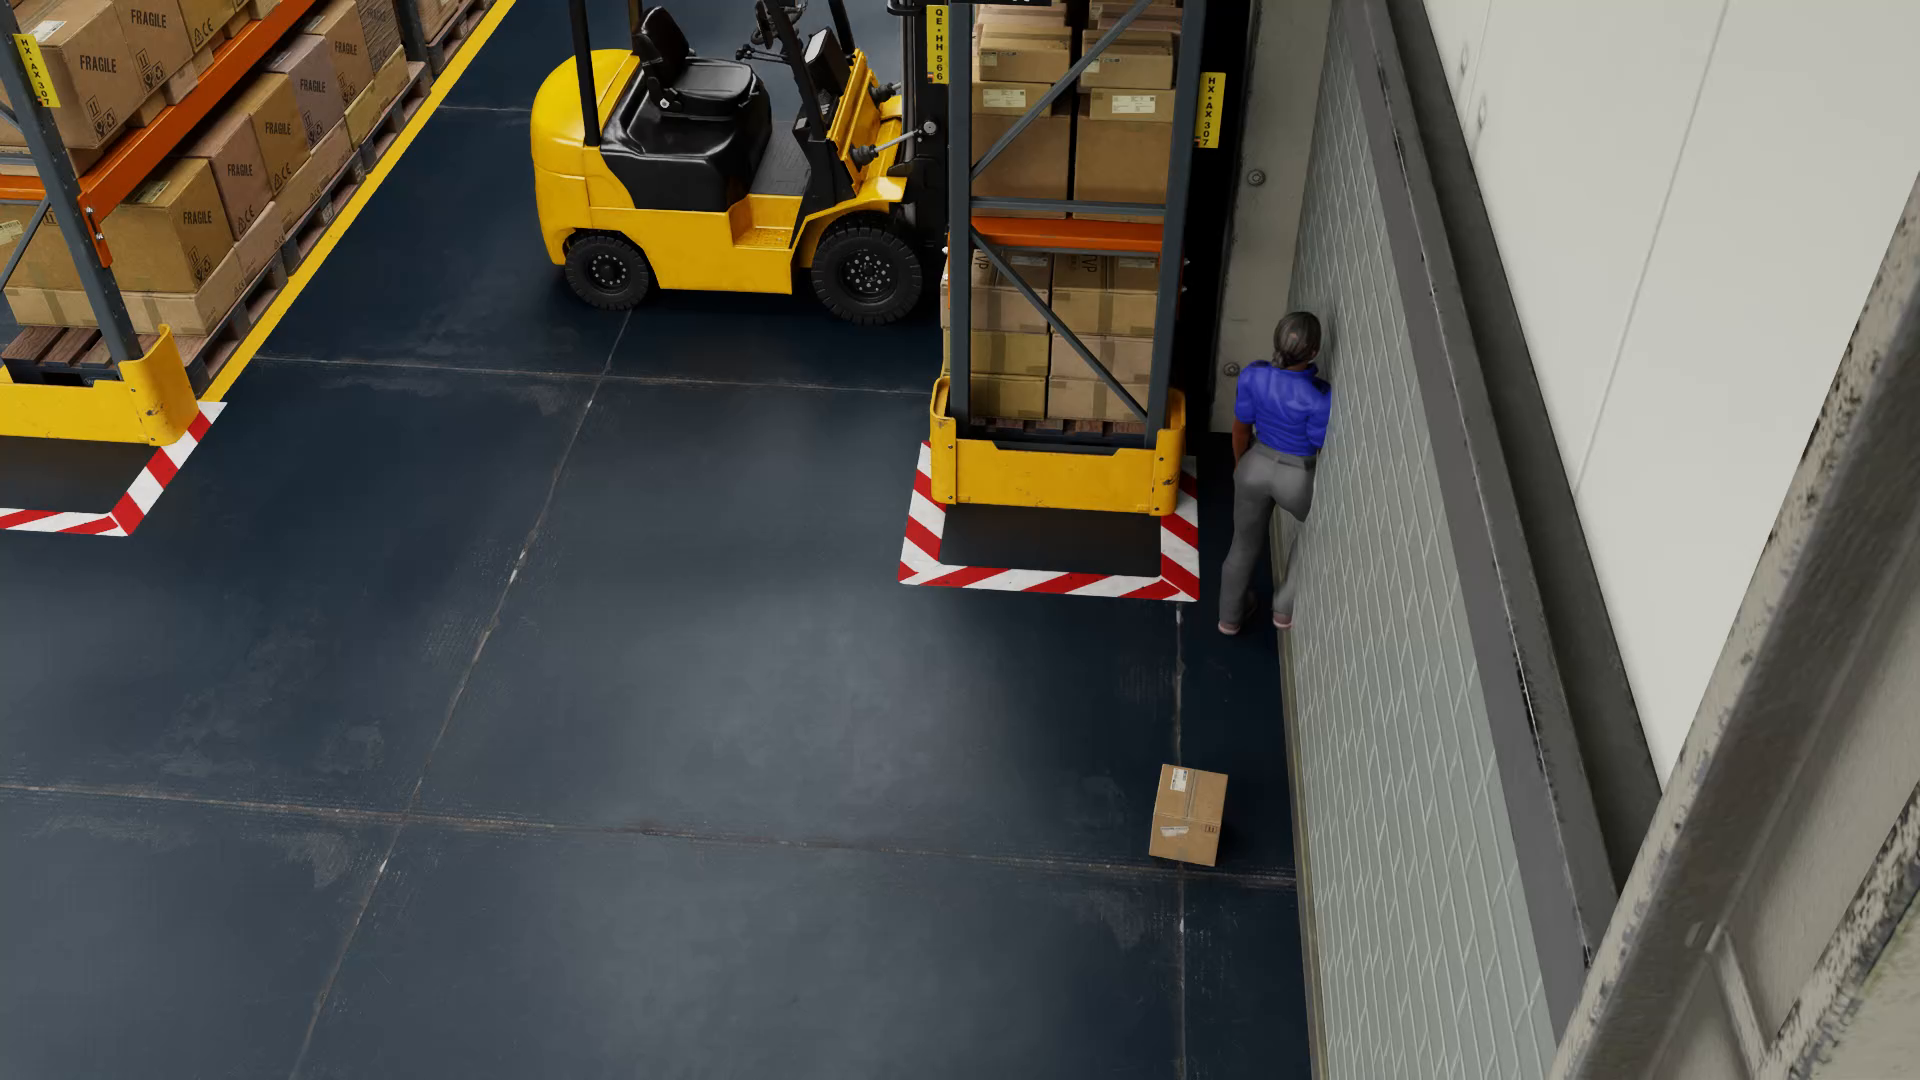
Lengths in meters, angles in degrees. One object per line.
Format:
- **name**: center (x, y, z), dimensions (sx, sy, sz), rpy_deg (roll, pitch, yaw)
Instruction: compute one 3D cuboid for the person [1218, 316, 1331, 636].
- **person**: center (1.329, -0.257, 6.762), dimensions (0.445, 1.646, 0.501), rpy_deg (24, 46, 25)
